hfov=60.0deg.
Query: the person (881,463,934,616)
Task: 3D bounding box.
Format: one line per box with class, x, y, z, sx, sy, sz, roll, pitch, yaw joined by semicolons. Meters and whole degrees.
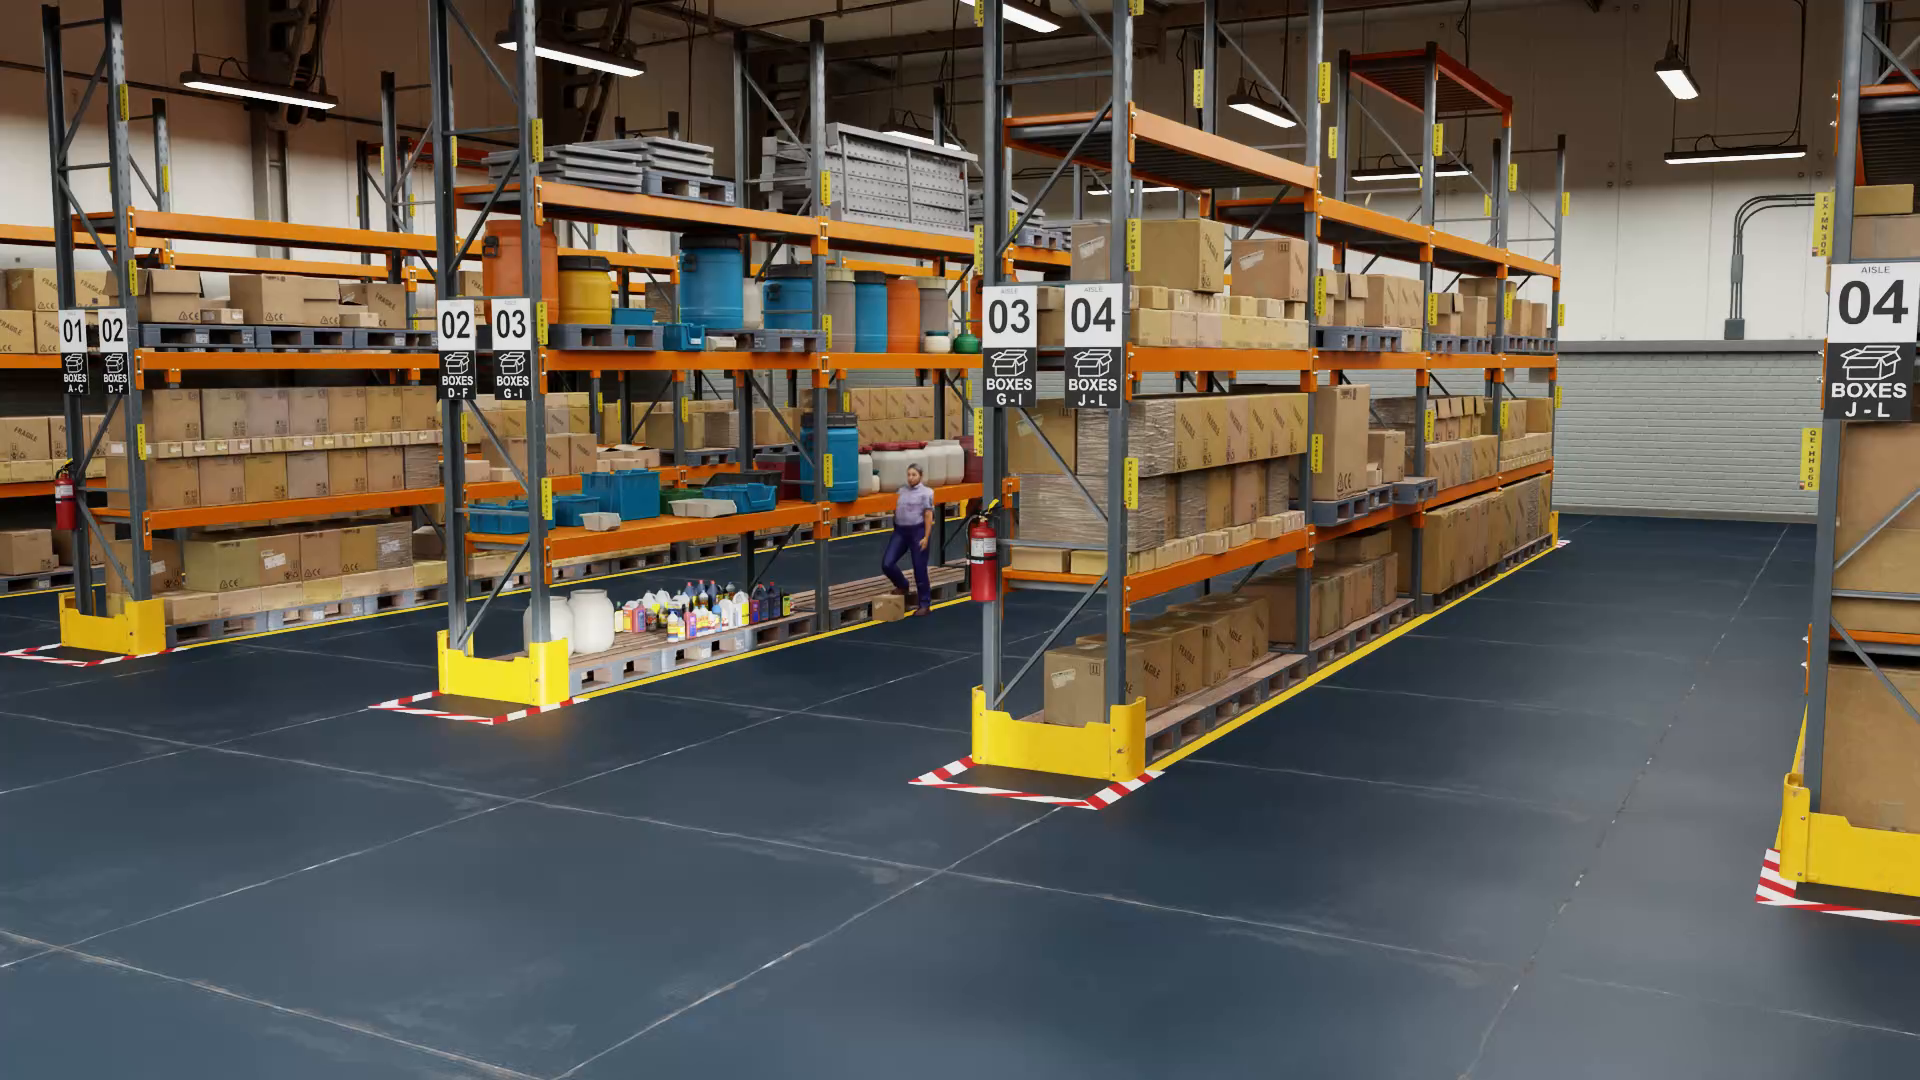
person;-0.543;-0.006;17.867;0.473;1.638;0.498;4;7;30
